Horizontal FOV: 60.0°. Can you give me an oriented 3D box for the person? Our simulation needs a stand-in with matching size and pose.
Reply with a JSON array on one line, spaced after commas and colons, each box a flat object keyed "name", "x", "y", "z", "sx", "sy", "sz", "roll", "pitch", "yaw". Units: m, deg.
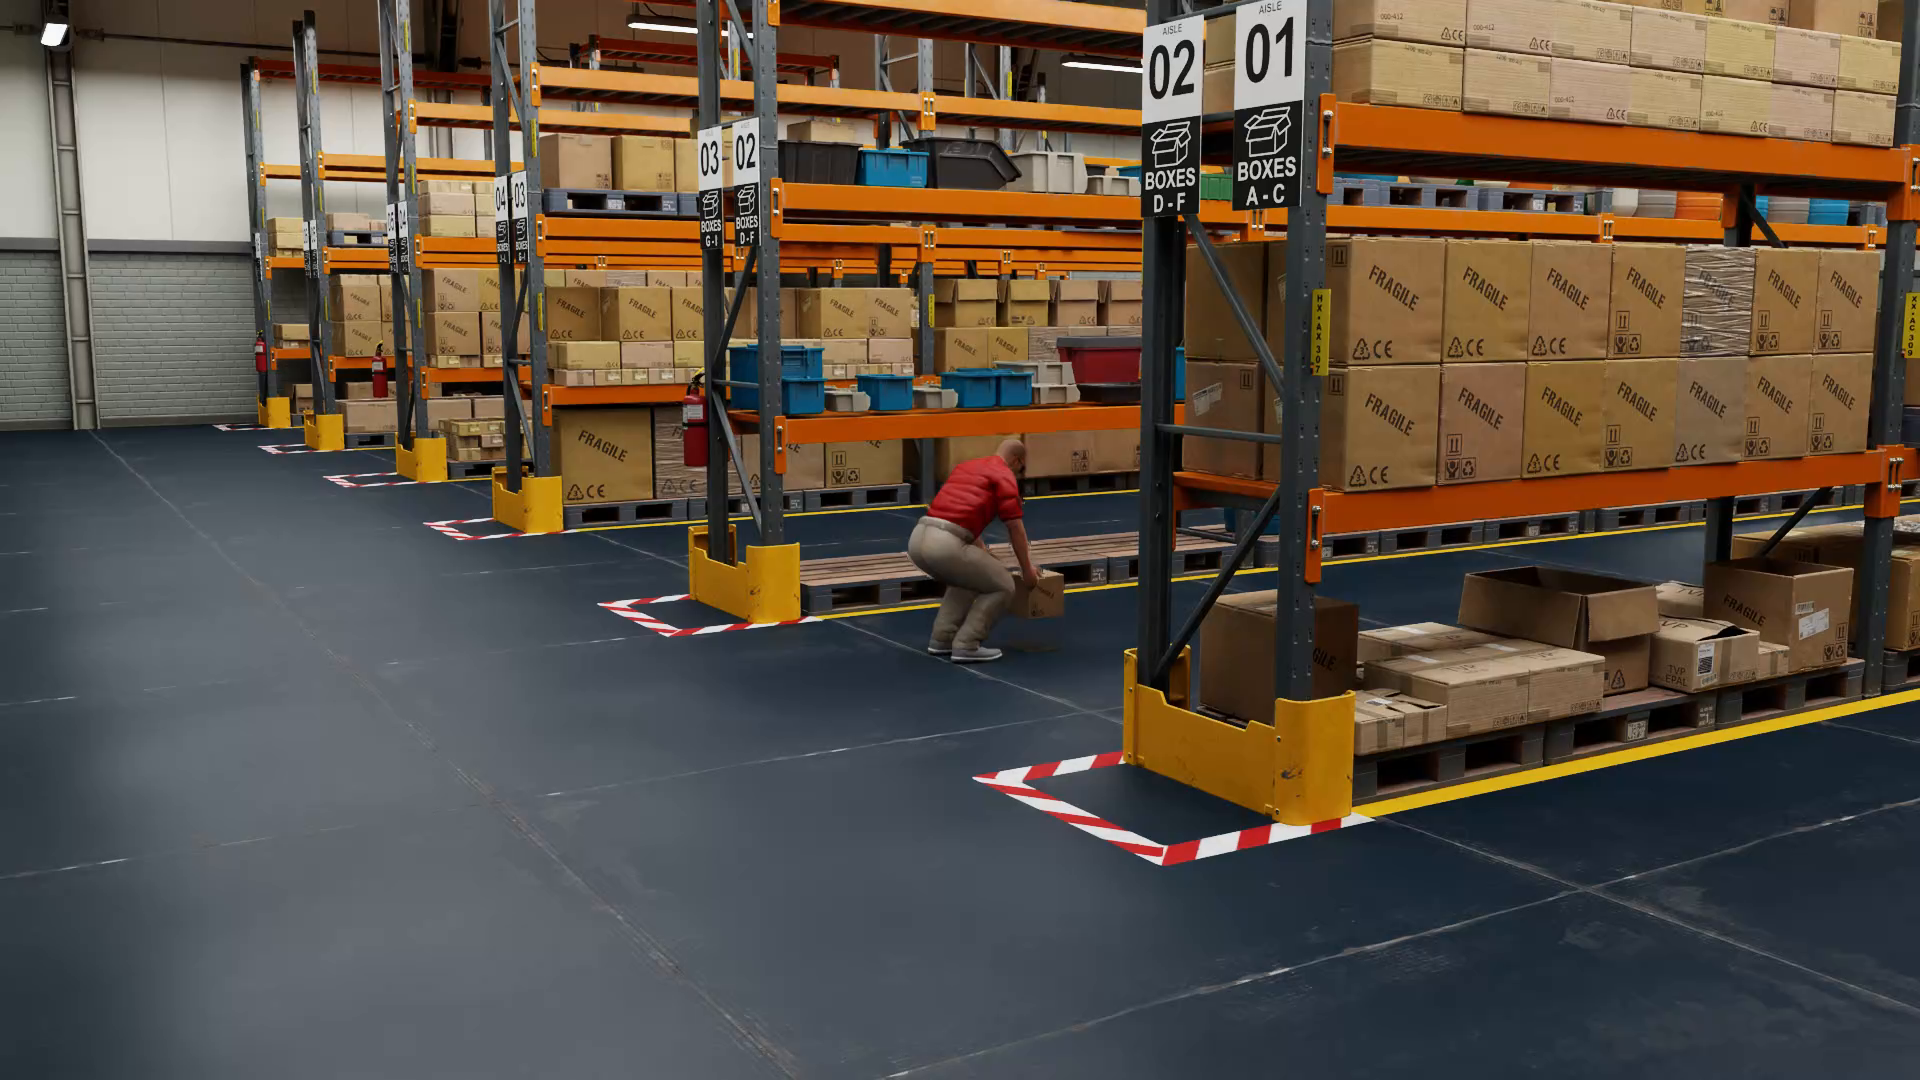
[{"name": "person", "x": 0.063, "y": 0.049, "z": 9.712, "sx": 0.779, "sy": 1.263, "sz": 0.587, "roll": -5, "pitch": 9, "yaw": -31}]
